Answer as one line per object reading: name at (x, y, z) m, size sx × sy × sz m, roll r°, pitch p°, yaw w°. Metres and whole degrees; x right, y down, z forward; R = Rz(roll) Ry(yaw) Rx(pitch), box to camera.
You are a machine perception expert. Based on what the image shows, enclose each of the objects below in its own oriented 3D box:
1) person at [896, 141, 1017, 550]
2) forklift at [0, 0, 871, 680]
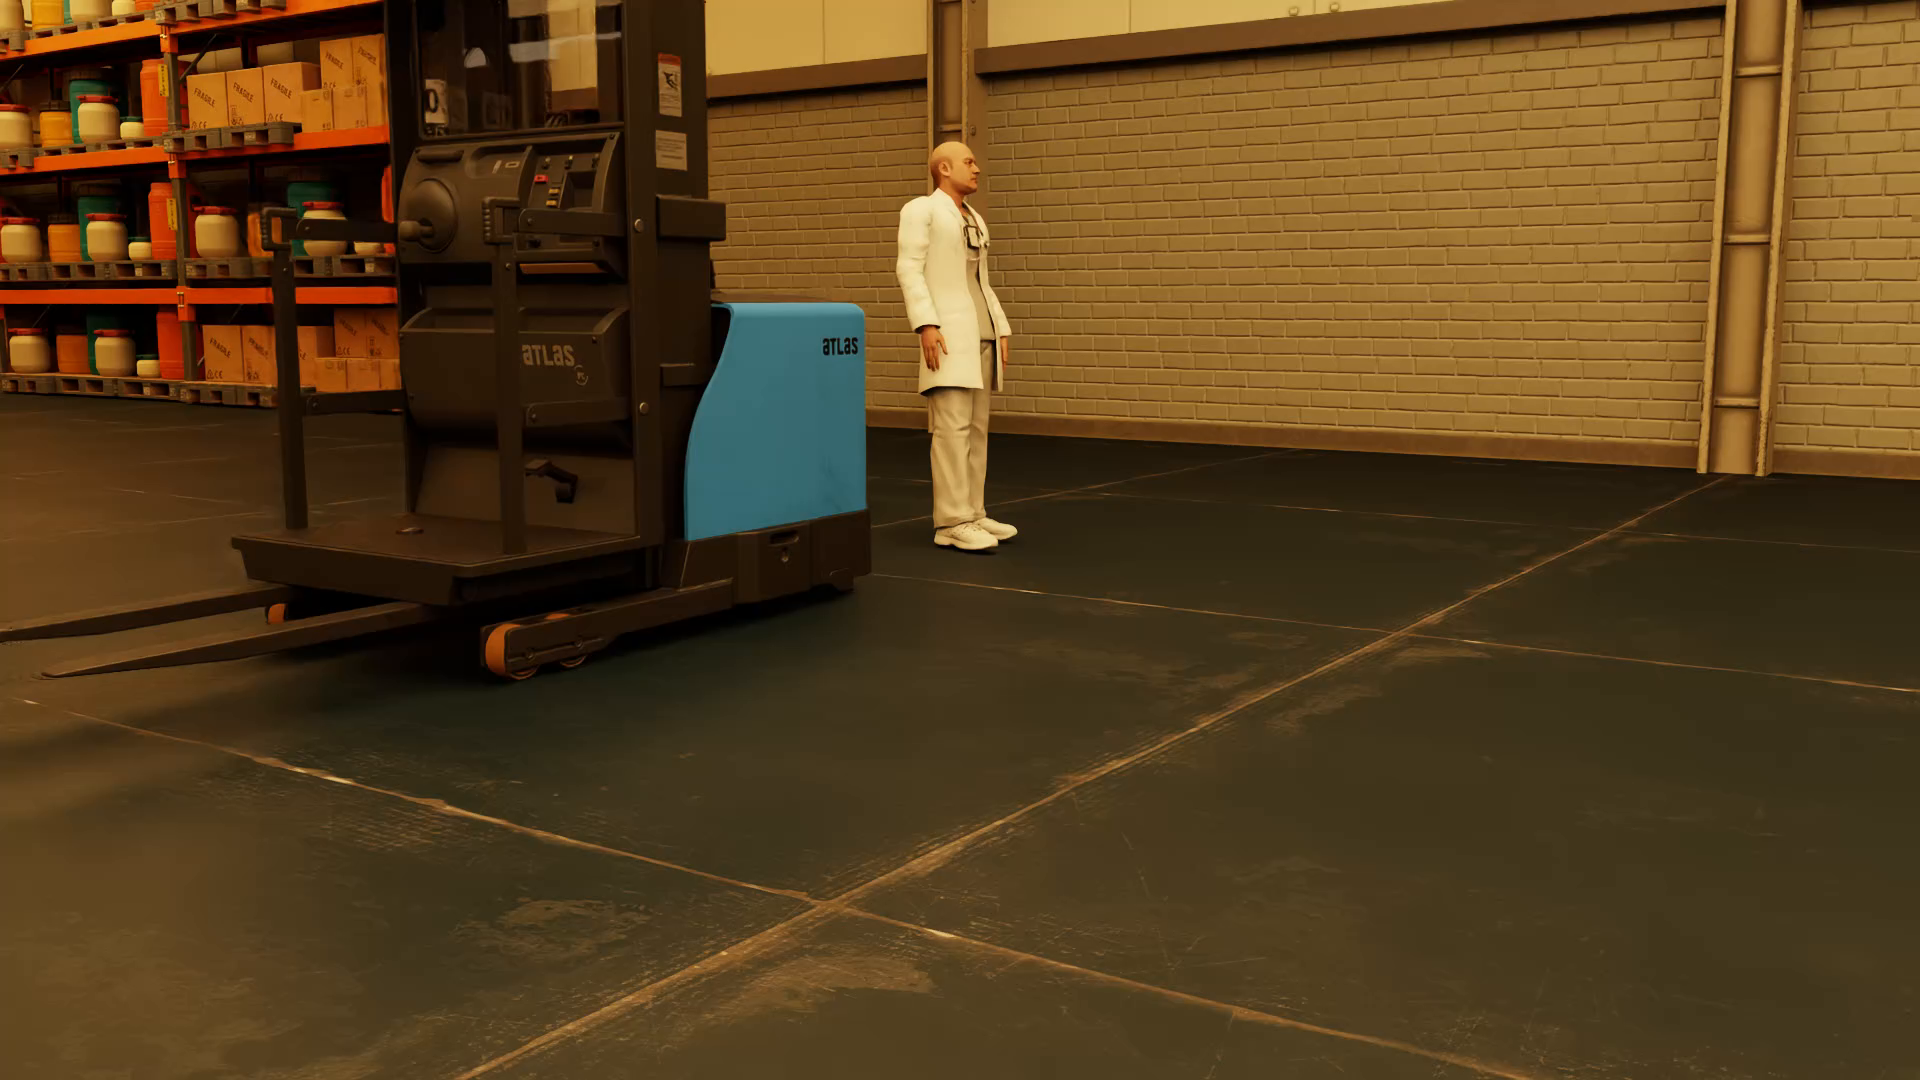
person at (0.074, -0.880, 7.424) m, size 0.578 × 1.777 × 0.698 m, roll 5°, pitch 10°, yaw 34°
forklift at (-1.550, -1.123, 5.092) m, size 1.130 × 2.935 × 3.031 m, roll 5°, pitch 10°, yaw 32°
